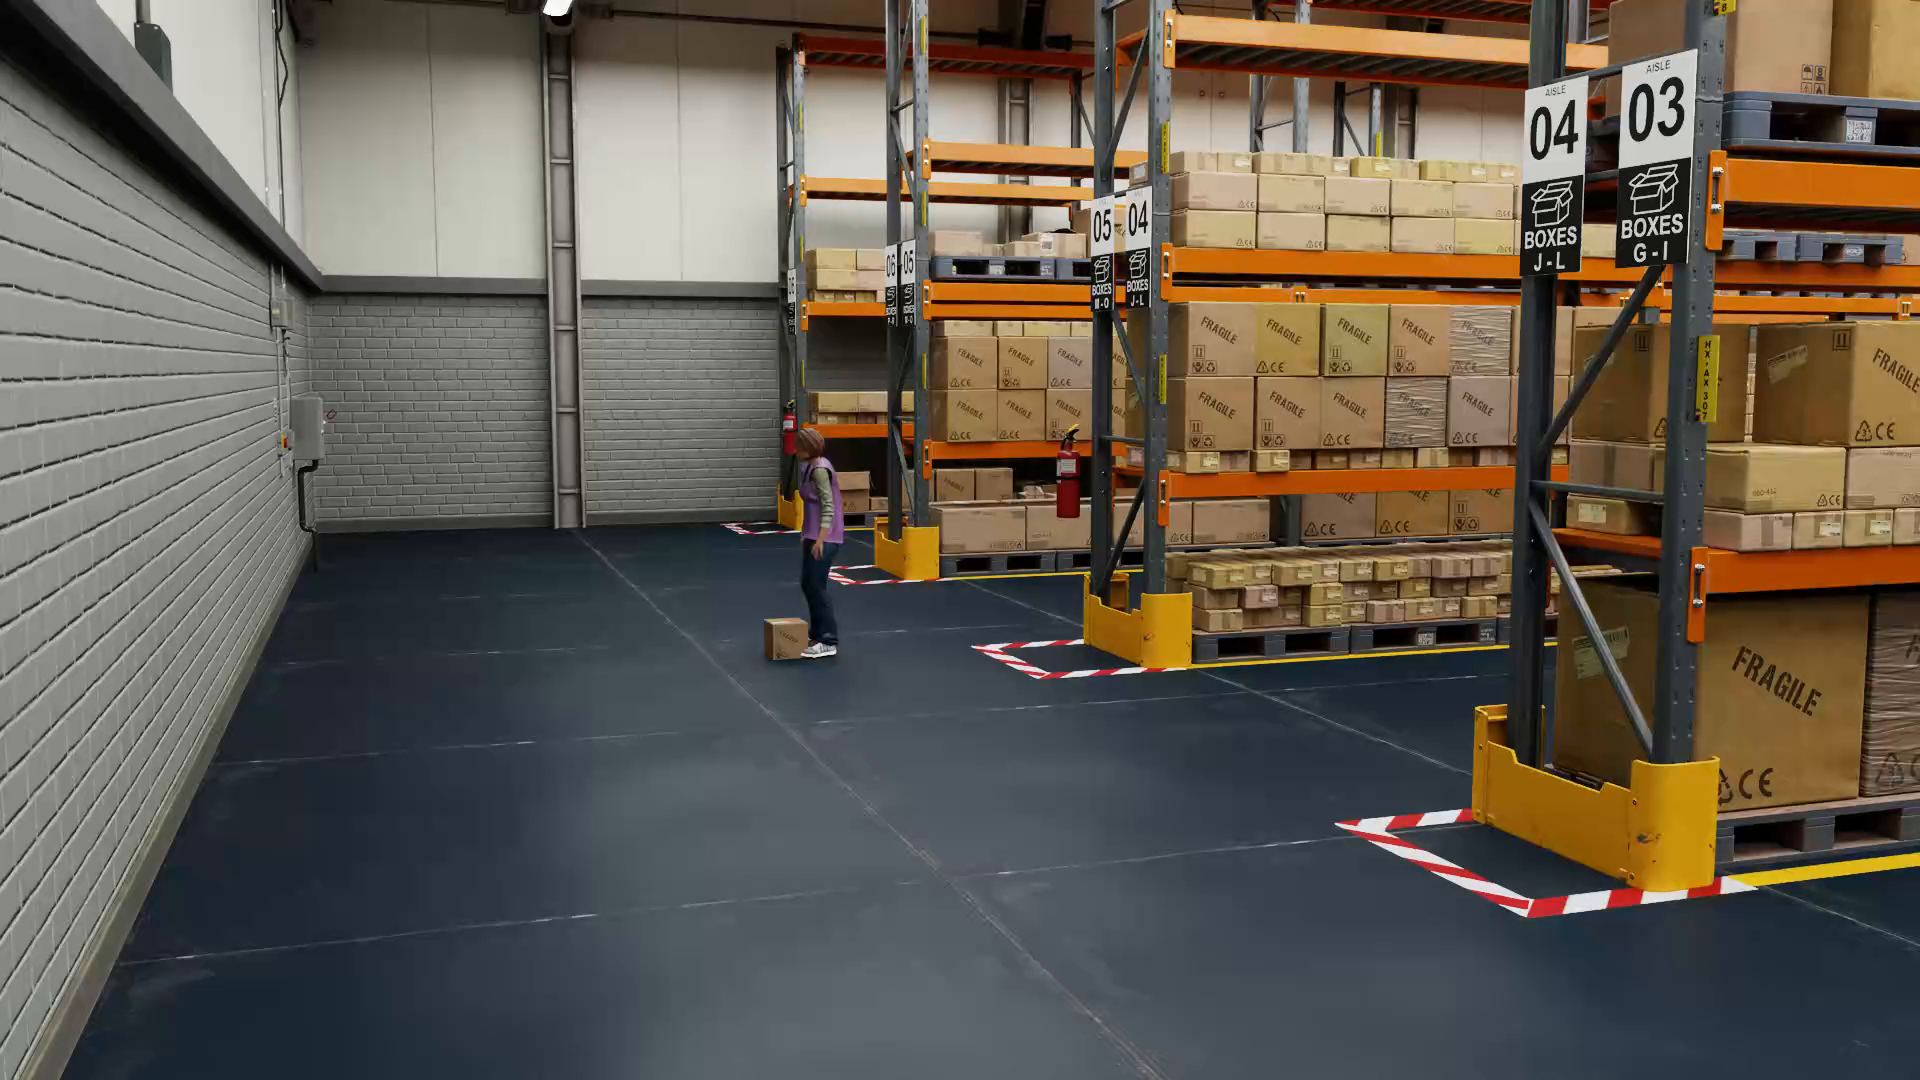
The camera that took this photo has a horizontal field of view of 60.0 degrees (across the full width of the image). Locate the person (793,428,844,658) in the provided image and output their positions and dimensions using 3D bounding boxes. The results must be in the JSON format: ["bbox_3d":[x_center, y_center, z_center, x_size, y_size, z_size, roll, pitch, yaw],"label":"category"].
[{"bbox_3d":[-0.996,0.013,11.644,0.343,1.593,0.461,-2,6,-18],"label":"person"}]
